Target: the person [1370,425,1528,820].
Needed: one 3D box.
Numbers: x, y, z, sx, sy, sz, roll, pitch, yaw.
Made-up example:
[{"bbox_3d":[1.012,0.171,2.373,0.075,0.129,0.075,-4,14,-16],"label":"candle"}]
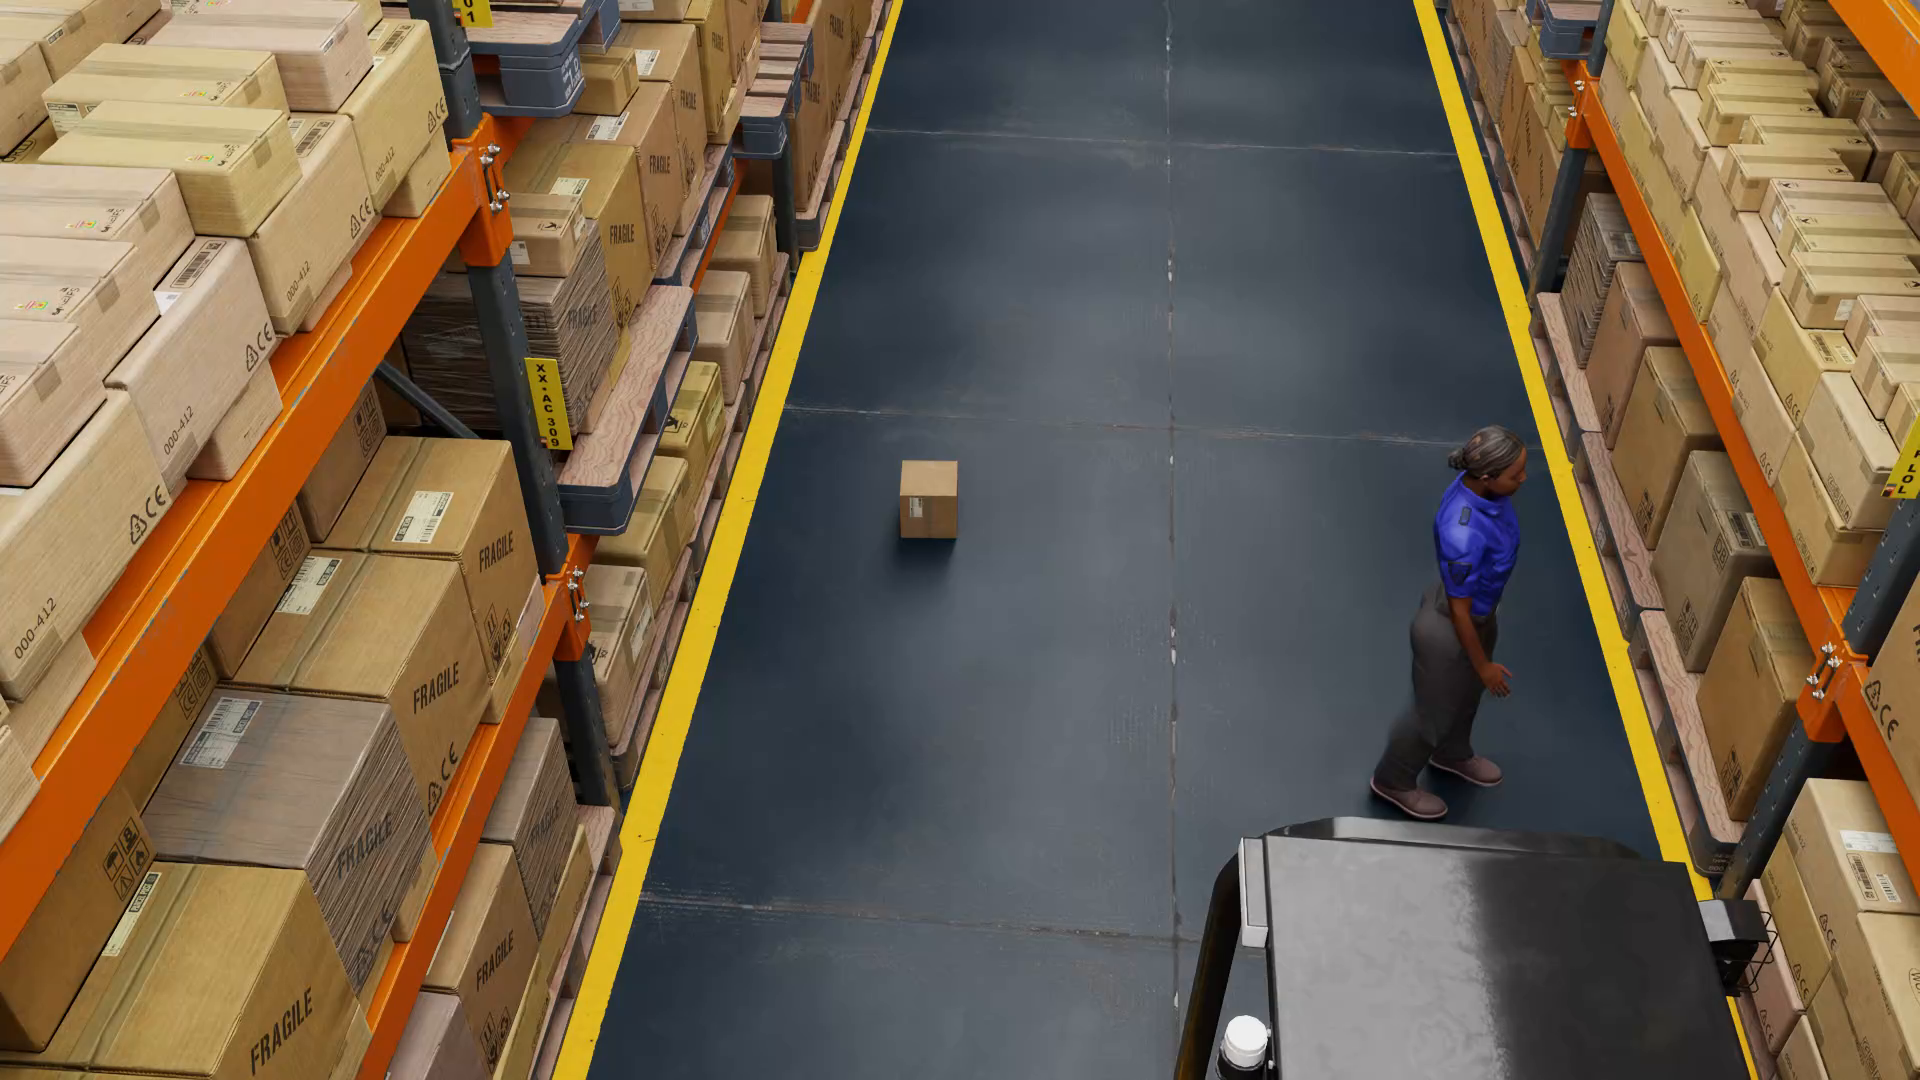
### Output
[{"bbox_3d":[1.792,0.318,5.775,0.462,1.679,0.485,17,43,19],"label":"person"}]
